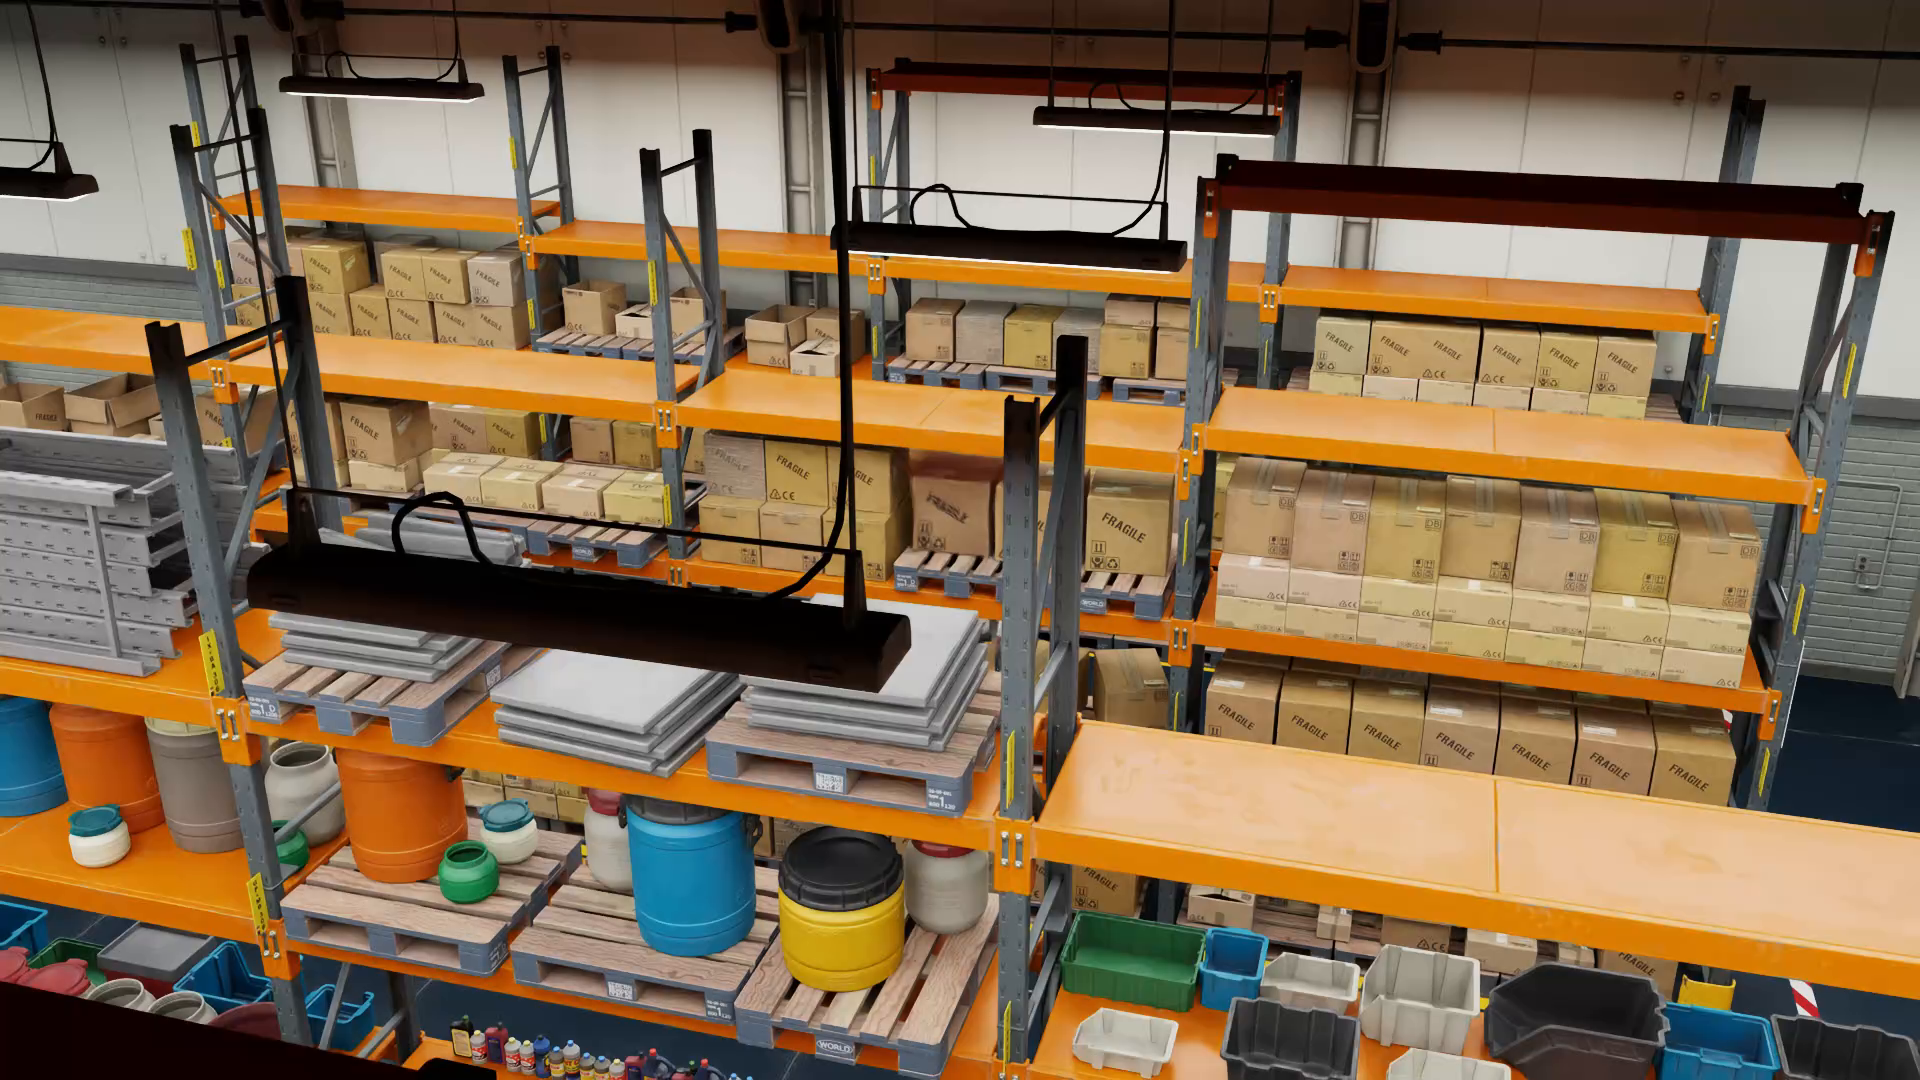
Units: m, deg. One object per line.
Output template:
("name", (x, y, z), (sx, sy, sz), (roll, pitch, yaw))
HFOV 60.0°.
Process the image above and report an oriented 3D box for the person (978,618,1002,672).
("person", (0.356, 1.023, 16.210), (0.584, 1.541, 0.733), (21, 30, 41))
